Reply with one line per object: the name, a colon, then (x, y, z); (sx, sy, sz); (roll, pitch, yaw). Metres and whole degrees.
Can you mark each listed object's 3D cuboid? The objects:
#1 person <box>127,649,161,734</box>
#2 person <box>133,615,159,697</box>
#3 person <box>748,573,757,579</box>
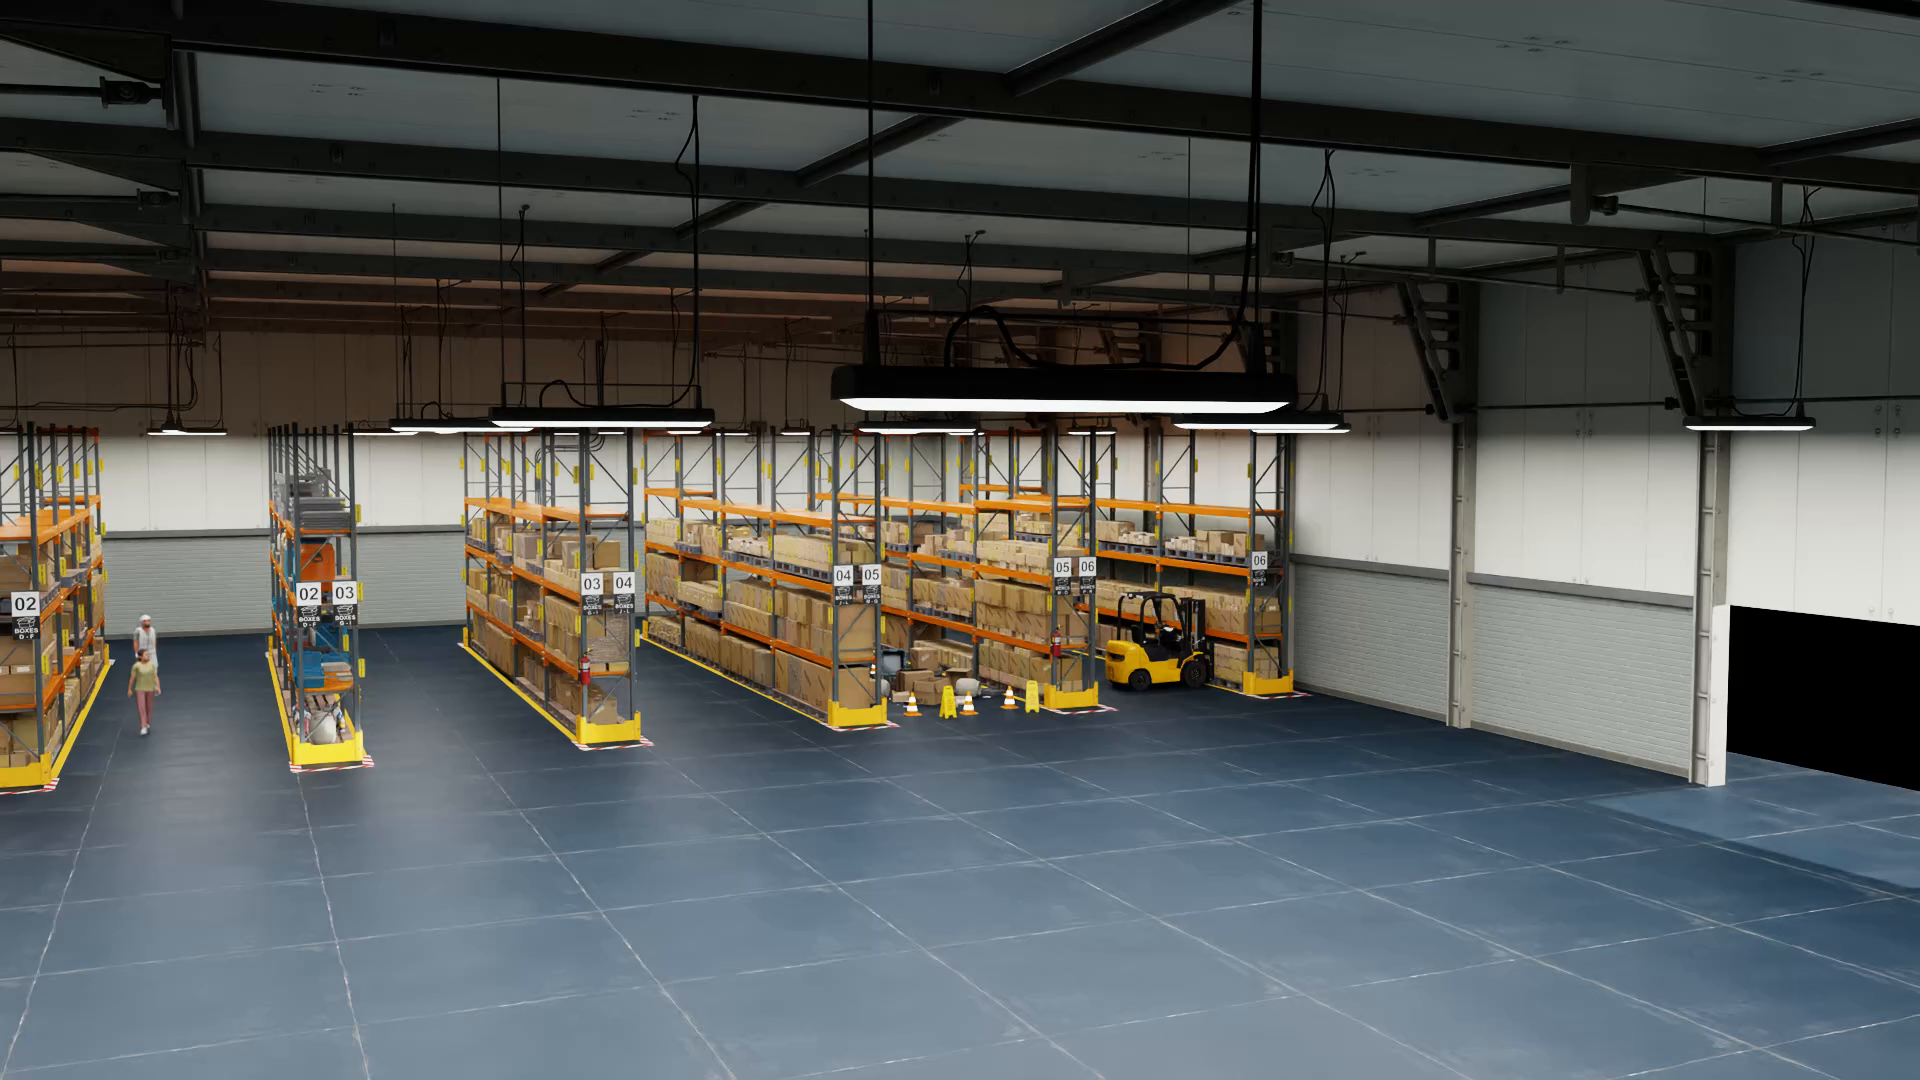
person: (-15.838, 2.915, 32.294); (0.546, 1.605, 1.026); (-3, 4, -39)
person: (-18.169, 2.583, 37.093); (0.498, 1.831, 0.746); (-2, 4, -32)
person: (-6.169, 1.823, 49.221); (0.848, 1.750, 0.584); (-1, 4, -16)
